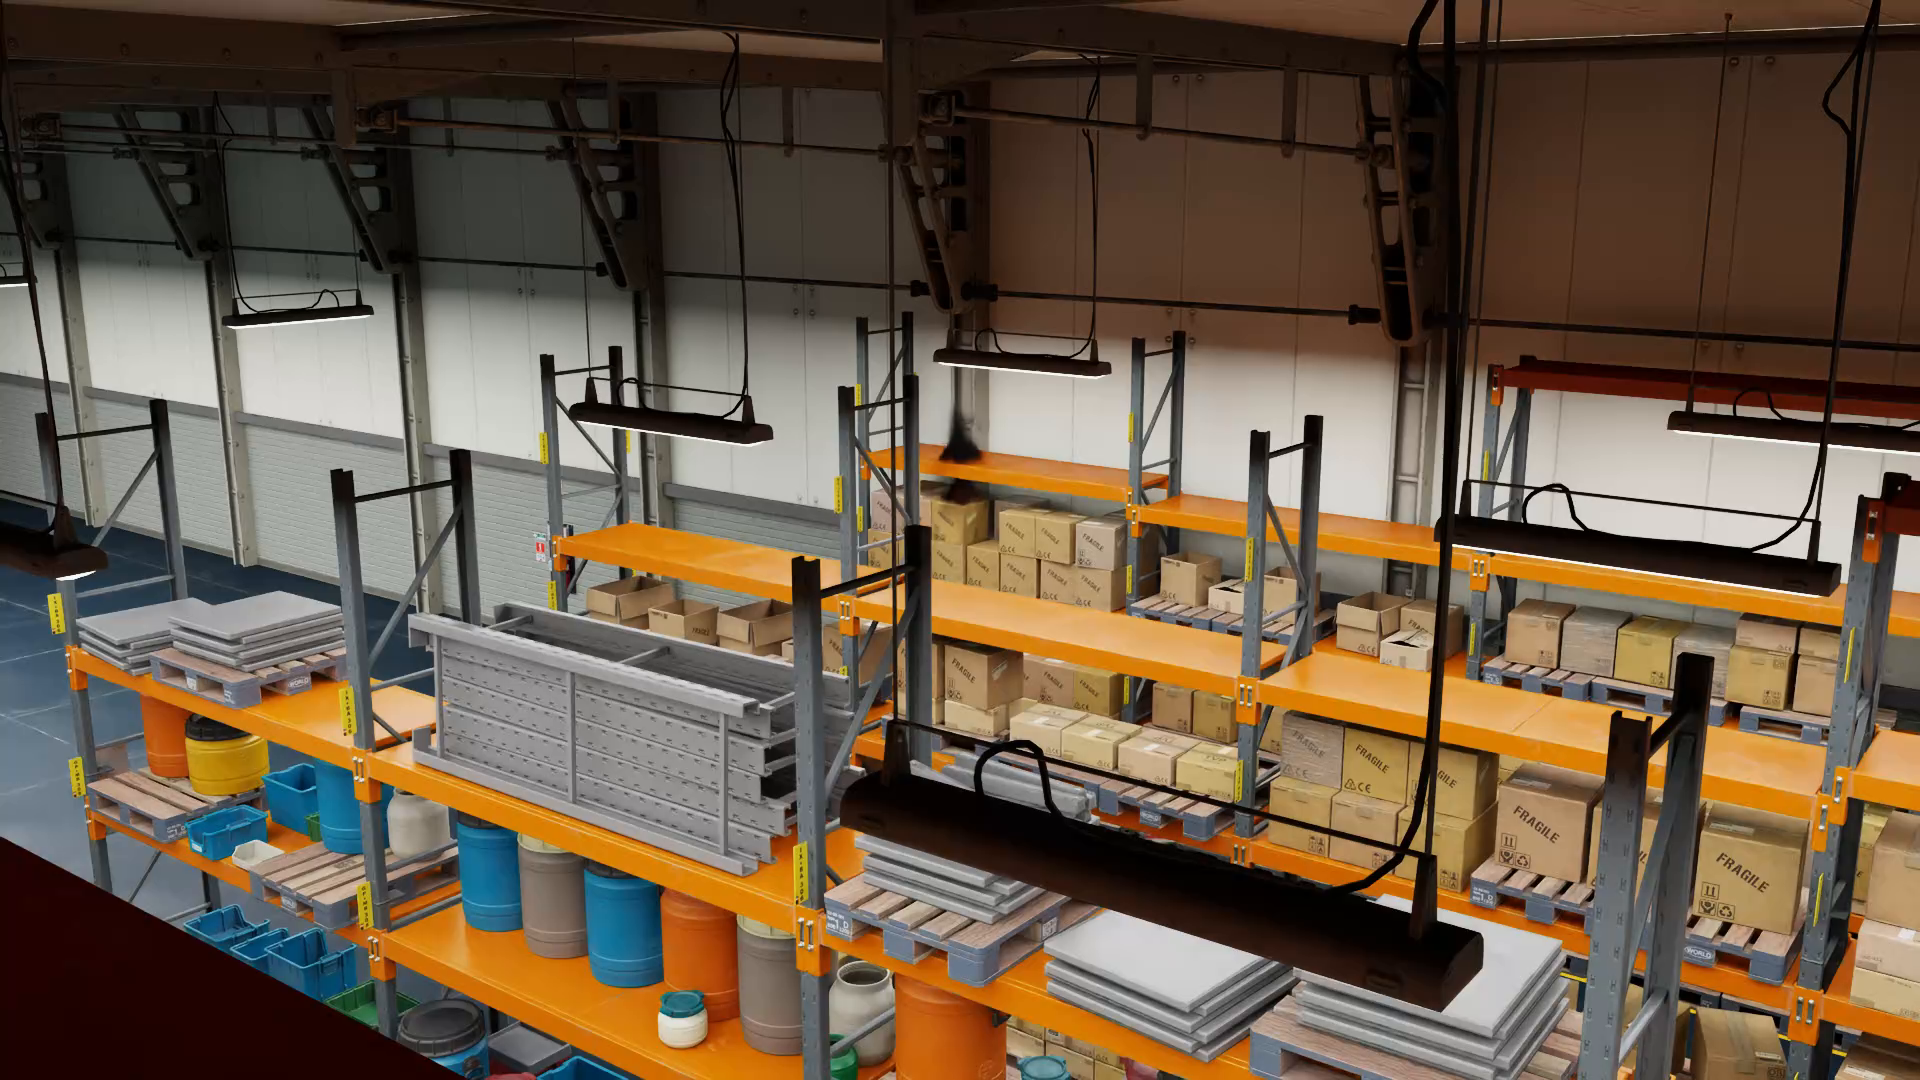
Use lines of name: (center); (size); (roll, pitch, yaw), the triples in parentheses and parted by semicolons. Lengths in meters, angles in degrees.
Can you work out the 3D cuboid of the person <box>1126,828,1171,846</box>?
person: (2.125, 3.193, 17.797); (0.760, 1.713, 0.644); (4, 14, 18)
